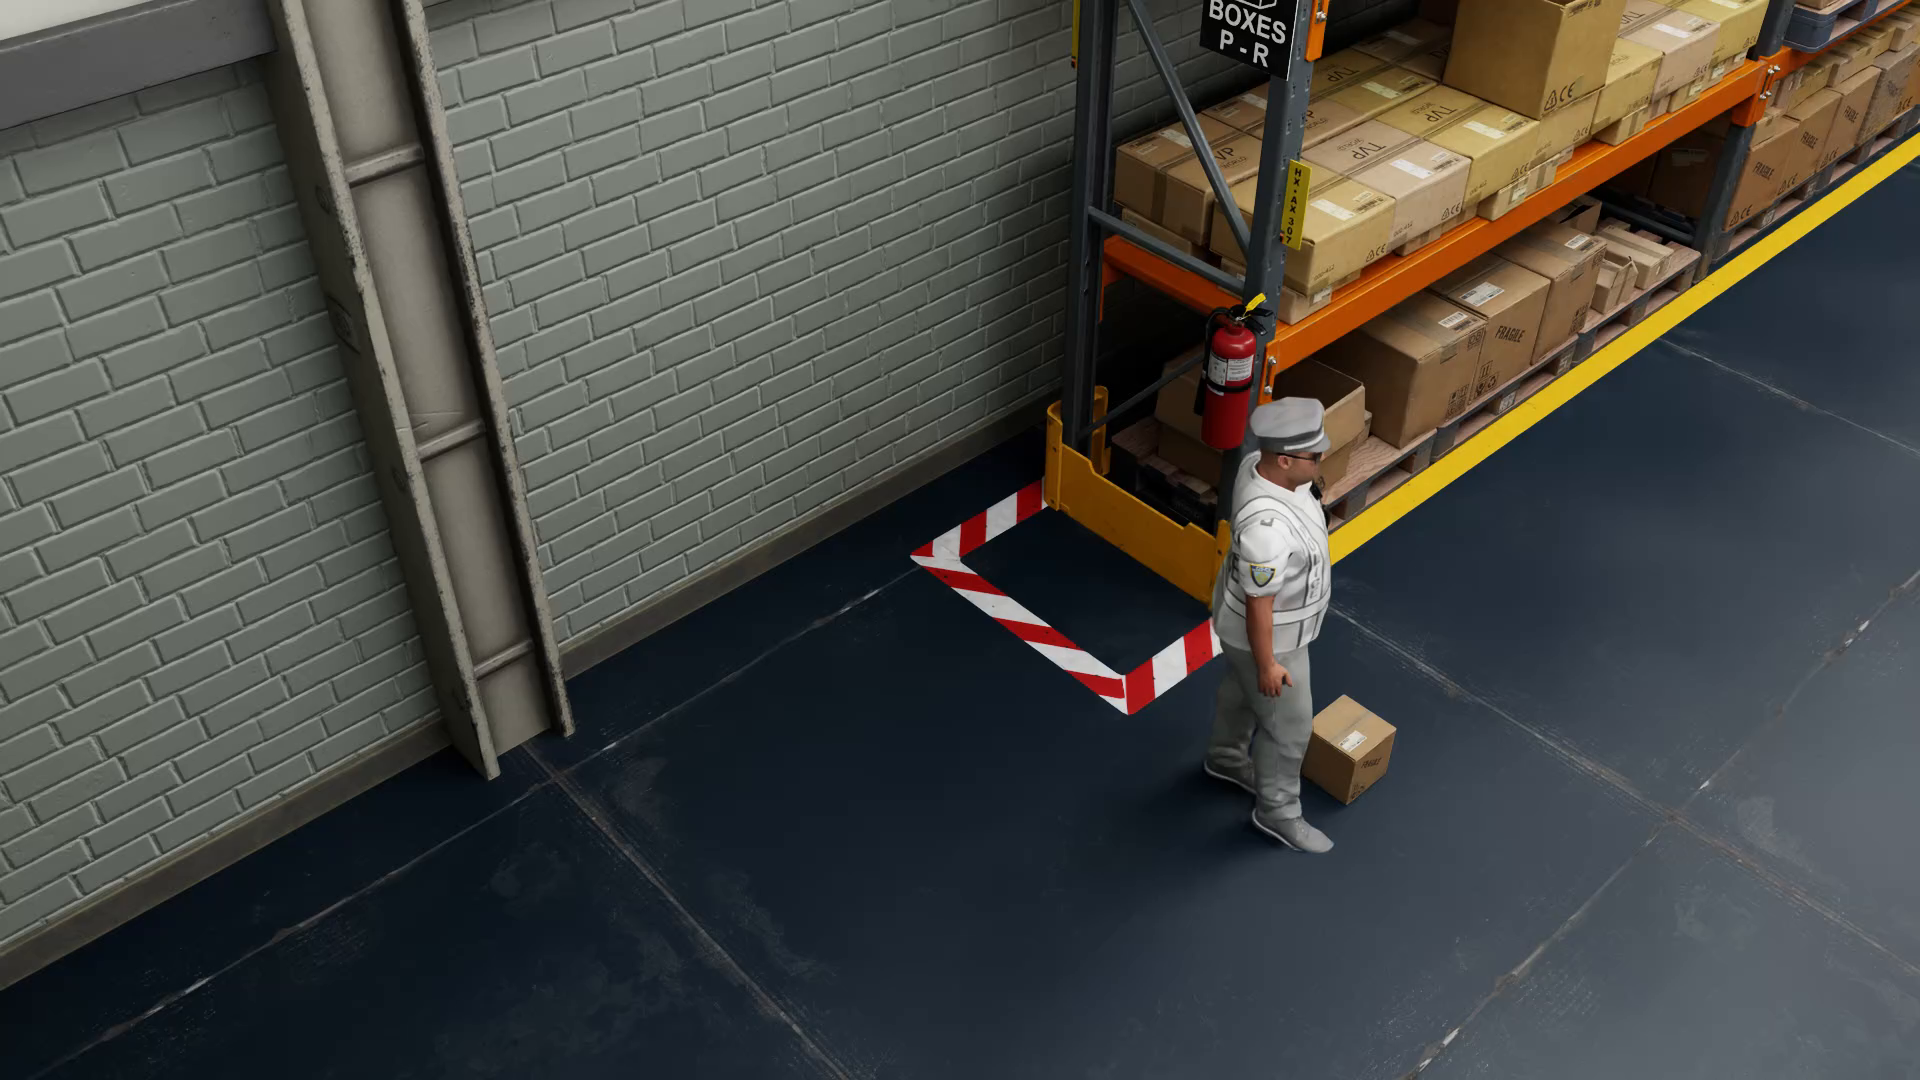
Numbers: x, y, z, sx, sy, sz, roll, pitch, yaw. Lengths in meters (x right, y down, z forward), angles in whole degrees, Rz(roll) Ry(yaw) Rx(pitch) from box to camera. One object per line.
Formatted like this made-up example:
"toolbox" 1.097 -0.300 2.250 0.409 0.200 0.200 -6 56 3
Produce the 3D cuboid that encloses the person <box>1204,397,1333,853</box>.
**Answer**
"person" 1.147 0.306 5.809 0.546 1.799 0.555 5 40 6
